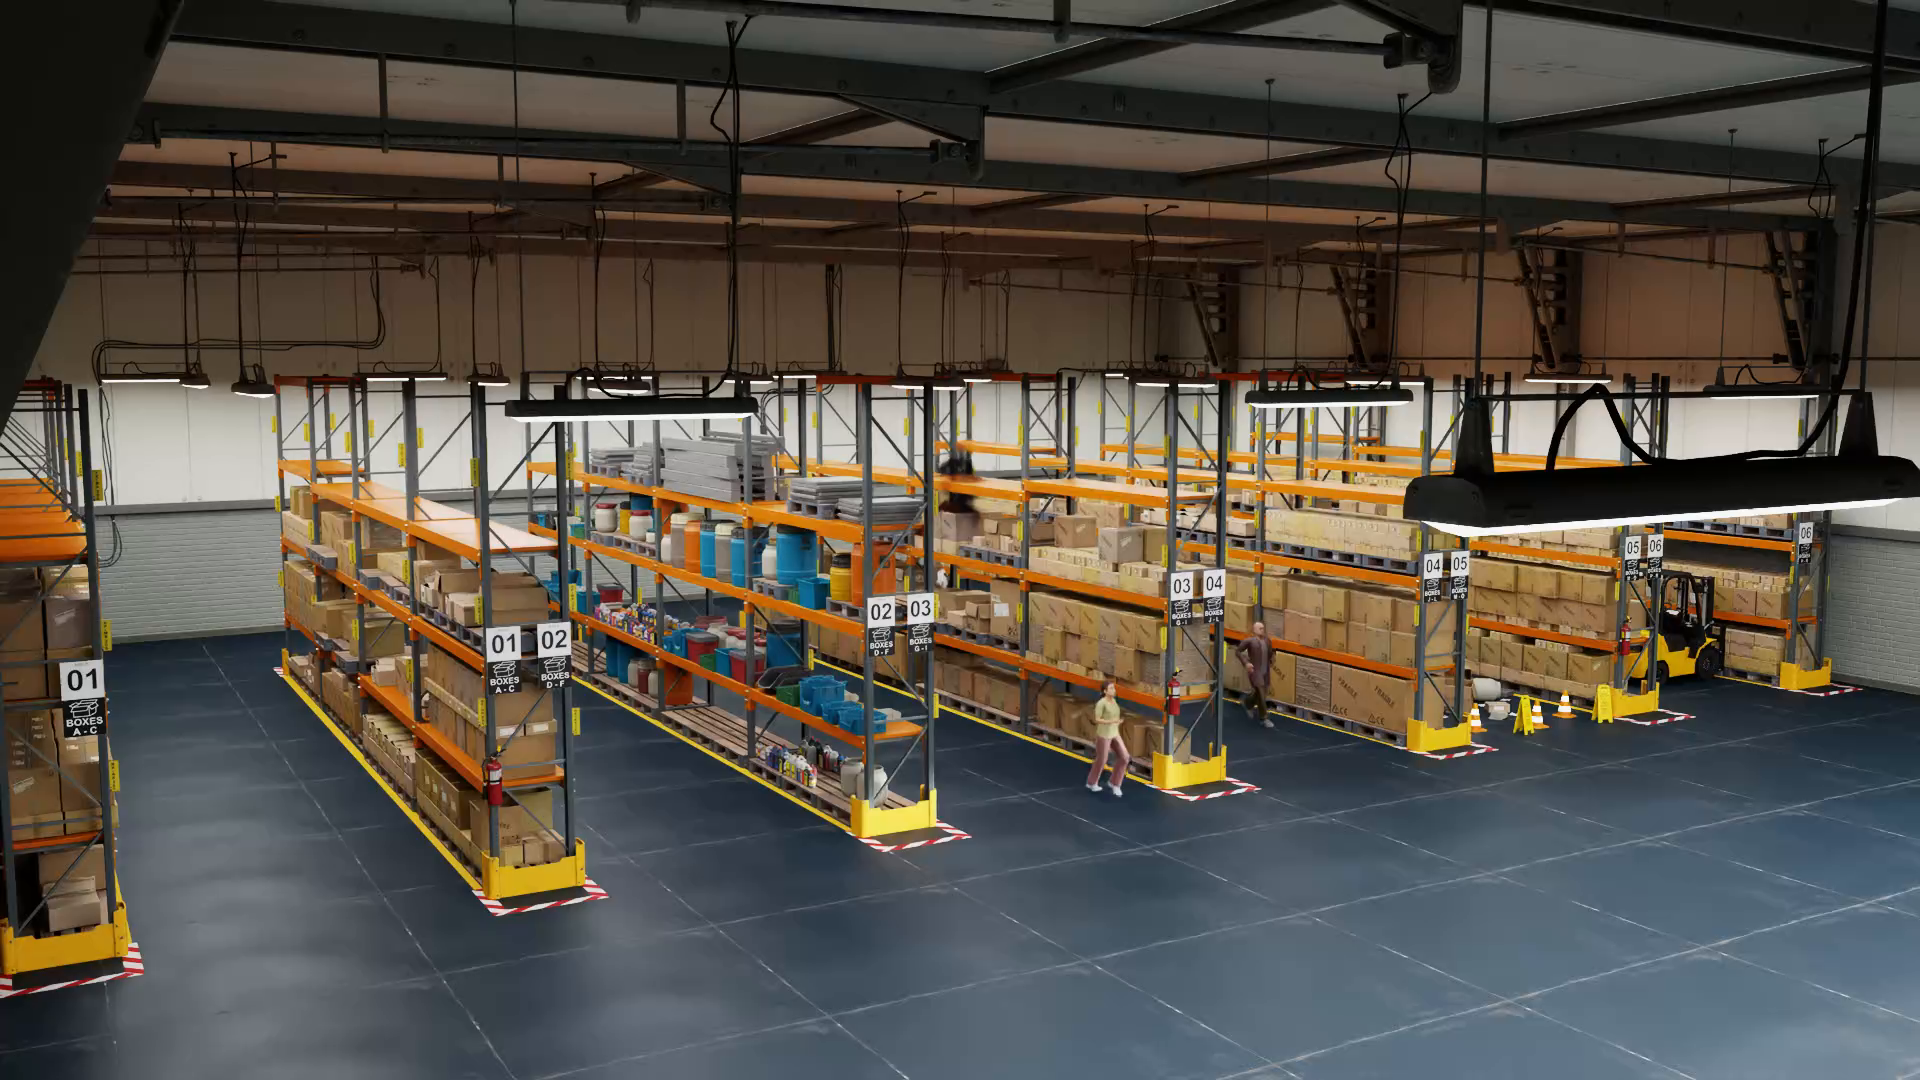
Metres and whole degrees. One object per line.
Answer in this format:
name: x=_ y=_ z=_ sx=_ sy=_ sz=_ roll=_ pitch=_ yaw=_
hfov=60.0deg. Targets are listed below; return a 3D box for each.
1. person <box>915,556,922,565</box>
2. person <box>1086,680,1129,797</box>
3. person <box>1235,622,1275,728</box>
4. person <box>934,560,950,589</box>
person: x=-1.054 y=1.218 z=38.829 sx=0.677 sy=1.830 sz=0.736 roll=-3 pitch=7 yaw=-24
person: x=2.137 y=2.878 z=24.088 sx=0.645 sy=1.723 sz=0.577 roll=6 pitch=9 yaw=43
person: x=5.136 y=2.338 z=28.711 sx=0.713 sy=1.684 sz=0.937 roll=-4 pitch=7 yaw=-30
person: x=-0.513 y=1.274 z=37.906 sx=0.670 sy=1.776 sz=1.007 roll=-4 pitch=7 yaw=-30
